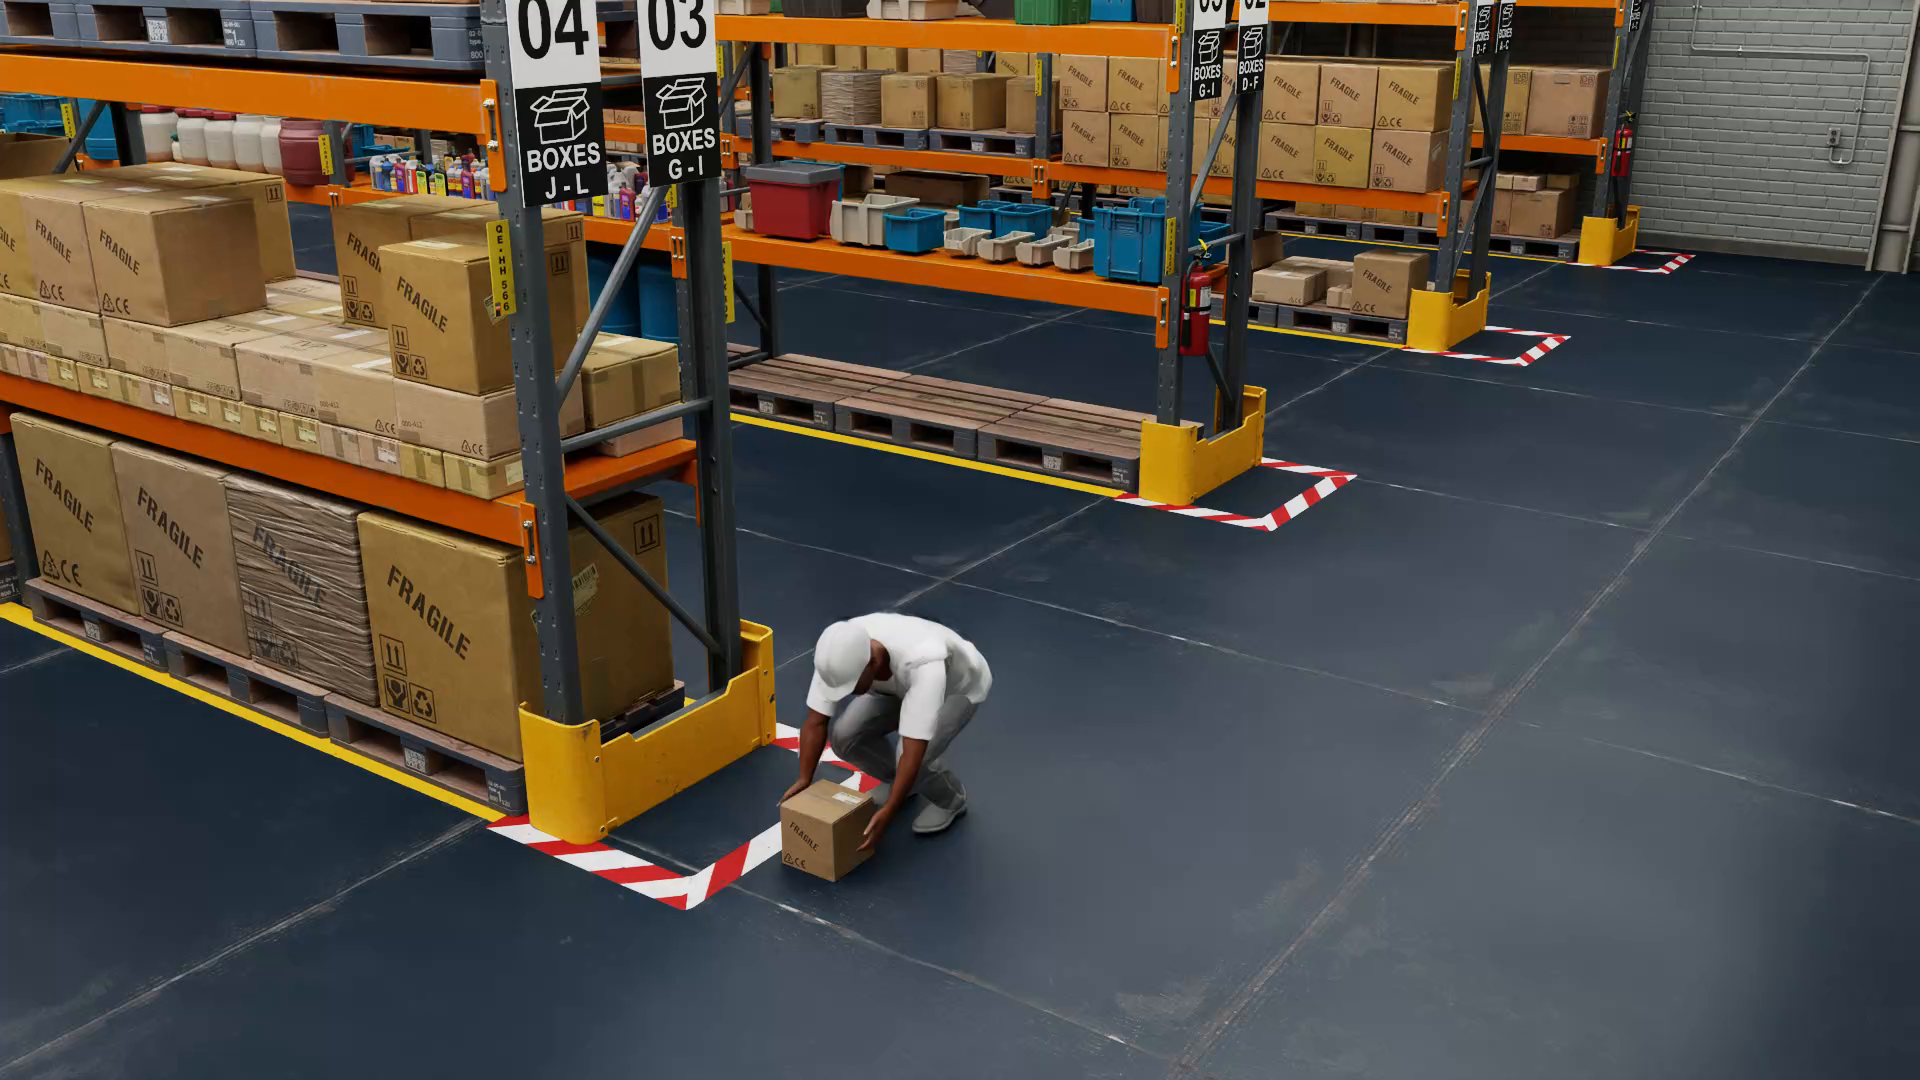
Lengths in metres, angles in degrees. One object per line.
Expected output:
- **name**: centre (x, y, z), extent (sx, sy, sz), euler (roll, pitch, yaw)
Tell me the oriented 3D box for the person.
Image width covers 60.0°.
- **person**: centre (-0.233, 0.666, 6.356), extent (0.579, 0.975, 0.903), euler (16, 25, 37)
